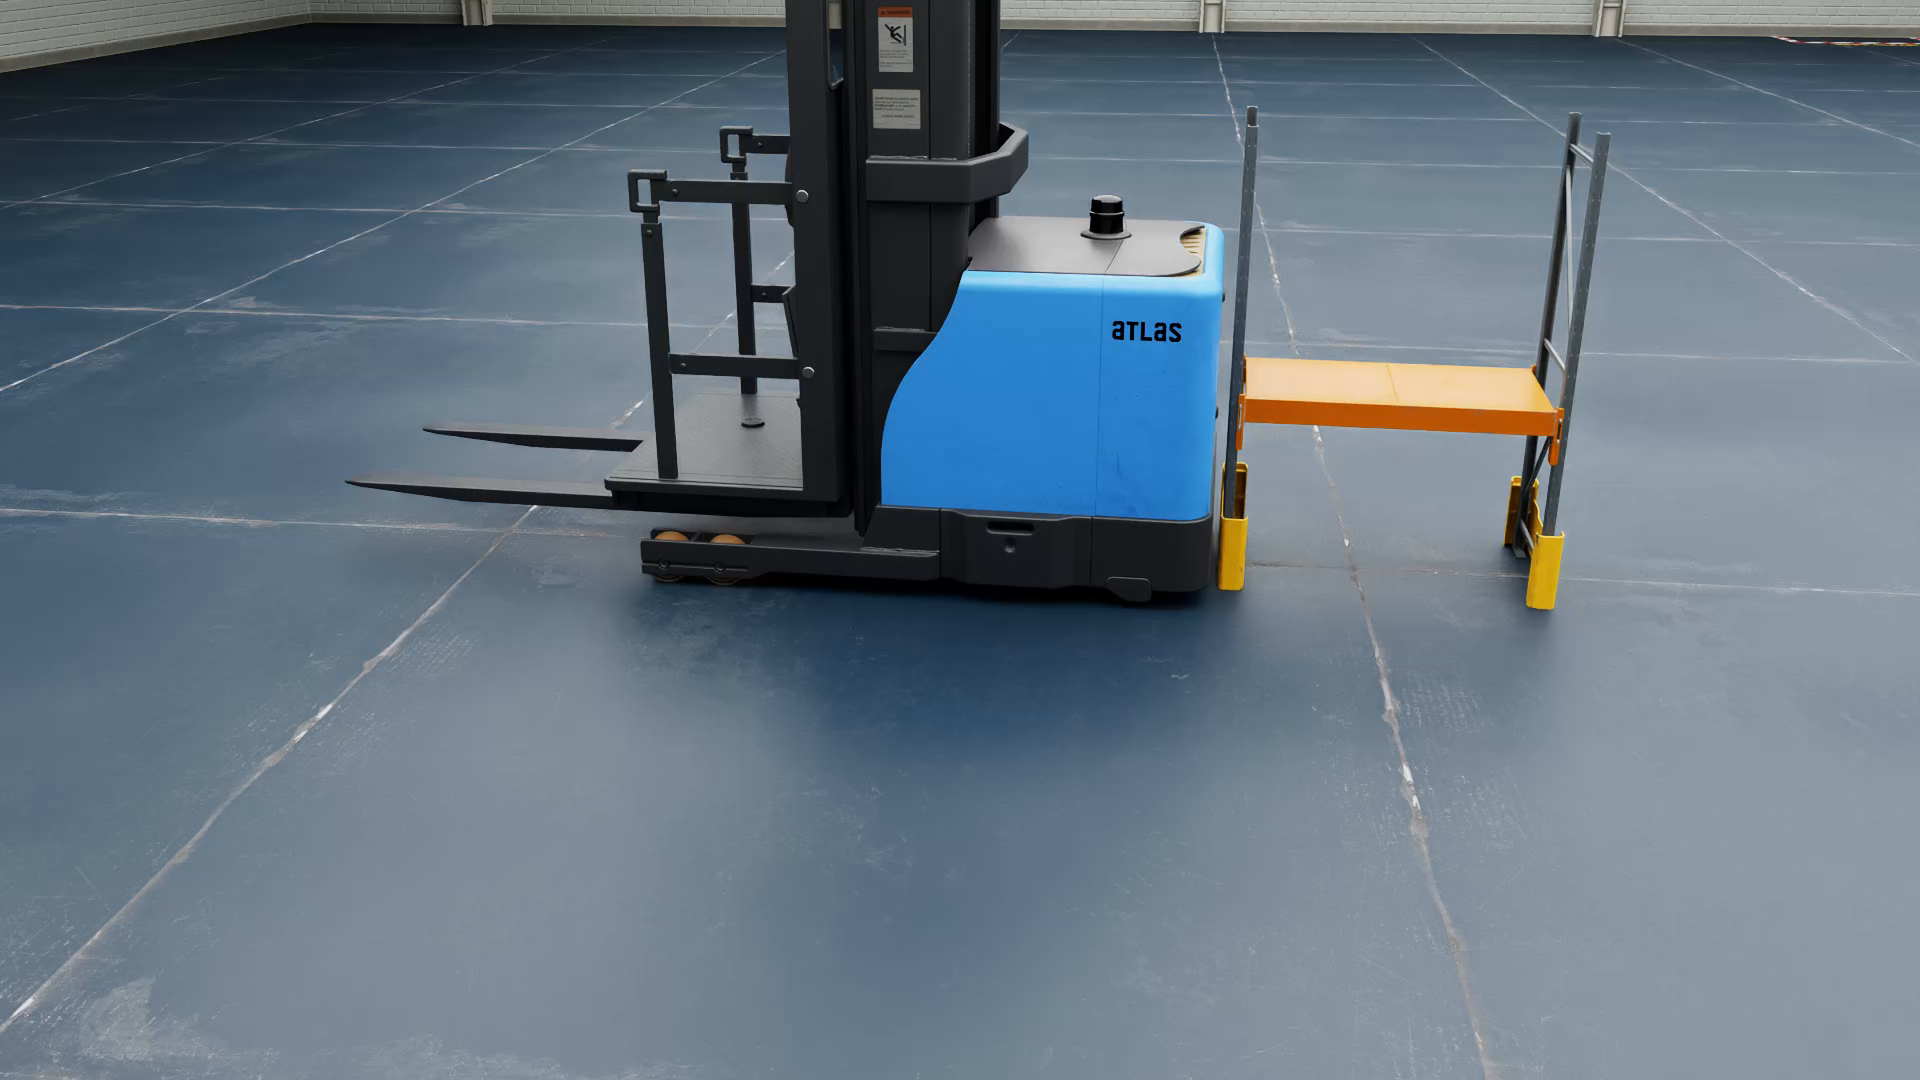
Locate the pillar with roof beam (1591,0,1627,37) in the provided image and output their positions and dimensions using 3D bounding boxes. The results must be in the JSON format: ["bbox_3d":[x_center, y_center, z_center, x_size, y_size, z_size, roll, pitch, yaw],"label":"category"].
[{"bbox_3d":[9.410,-10.353,19.887,0.400,9.000,9.100,2,22,6],"label":"pillar with roof beam"}]

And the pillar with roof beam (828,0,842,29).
[{"bbox_3d":[-2.507,-10.872,21.201,0.400,9.000,9.100,2,22,6],"label":"pillar with roof beam"}]

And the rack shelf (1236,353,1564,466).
[{"bbox_3d":[1.425,-0.442,5.508,1.000,0.185,0.538,3,22,8],"label":"rack shelf"}]

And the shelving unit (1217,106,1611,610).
[{"bbox_3d":[1.434,-0.609,5.440,1.083,1.500,0.587,3,22,8],"label":"shelving unit"}]

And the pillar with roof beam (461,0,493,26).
[{"bbox_3d":[-8.465,-11.132,21.857,0.400,9.000,9.100,2,22,6],"label":"pillar with roof beam"}]

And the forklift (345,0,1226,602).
[{"bbox_3d":[-0.623,-1.399,5.491,3.031,2.935,1.130,3,22,8],"label":"forklift"}]

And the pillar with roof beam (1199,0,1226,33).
[{"bbox_3d":[3.452,-10.613,20.544,0.400,9.000,9.100,2,22,6],"label":"pillar with roof beam"}]

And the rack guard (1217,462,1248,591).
[{"bbox_3d":[0.942,-0.056,5.742,0.087,0.250,0.587,3,22,8],"label":"rack guard"}]

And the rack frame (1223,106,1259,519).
[{"bbox_3d":[0.923,-0.639,5.515,0.032,1.500,0.500,3,22,8],"label":"rack frame"}]

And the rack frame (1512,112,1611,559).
[{"bbox_3d":[1.927,-0.580,5.368,0.032,1.500,0.500,3,22,8],"label":"rack frame"}]

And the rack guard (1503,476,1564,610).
[{"bbox_3d":[1.926,0.001,5.598,0.087,0.250,0.587,3,22,8],"label":"rack guard"}]
